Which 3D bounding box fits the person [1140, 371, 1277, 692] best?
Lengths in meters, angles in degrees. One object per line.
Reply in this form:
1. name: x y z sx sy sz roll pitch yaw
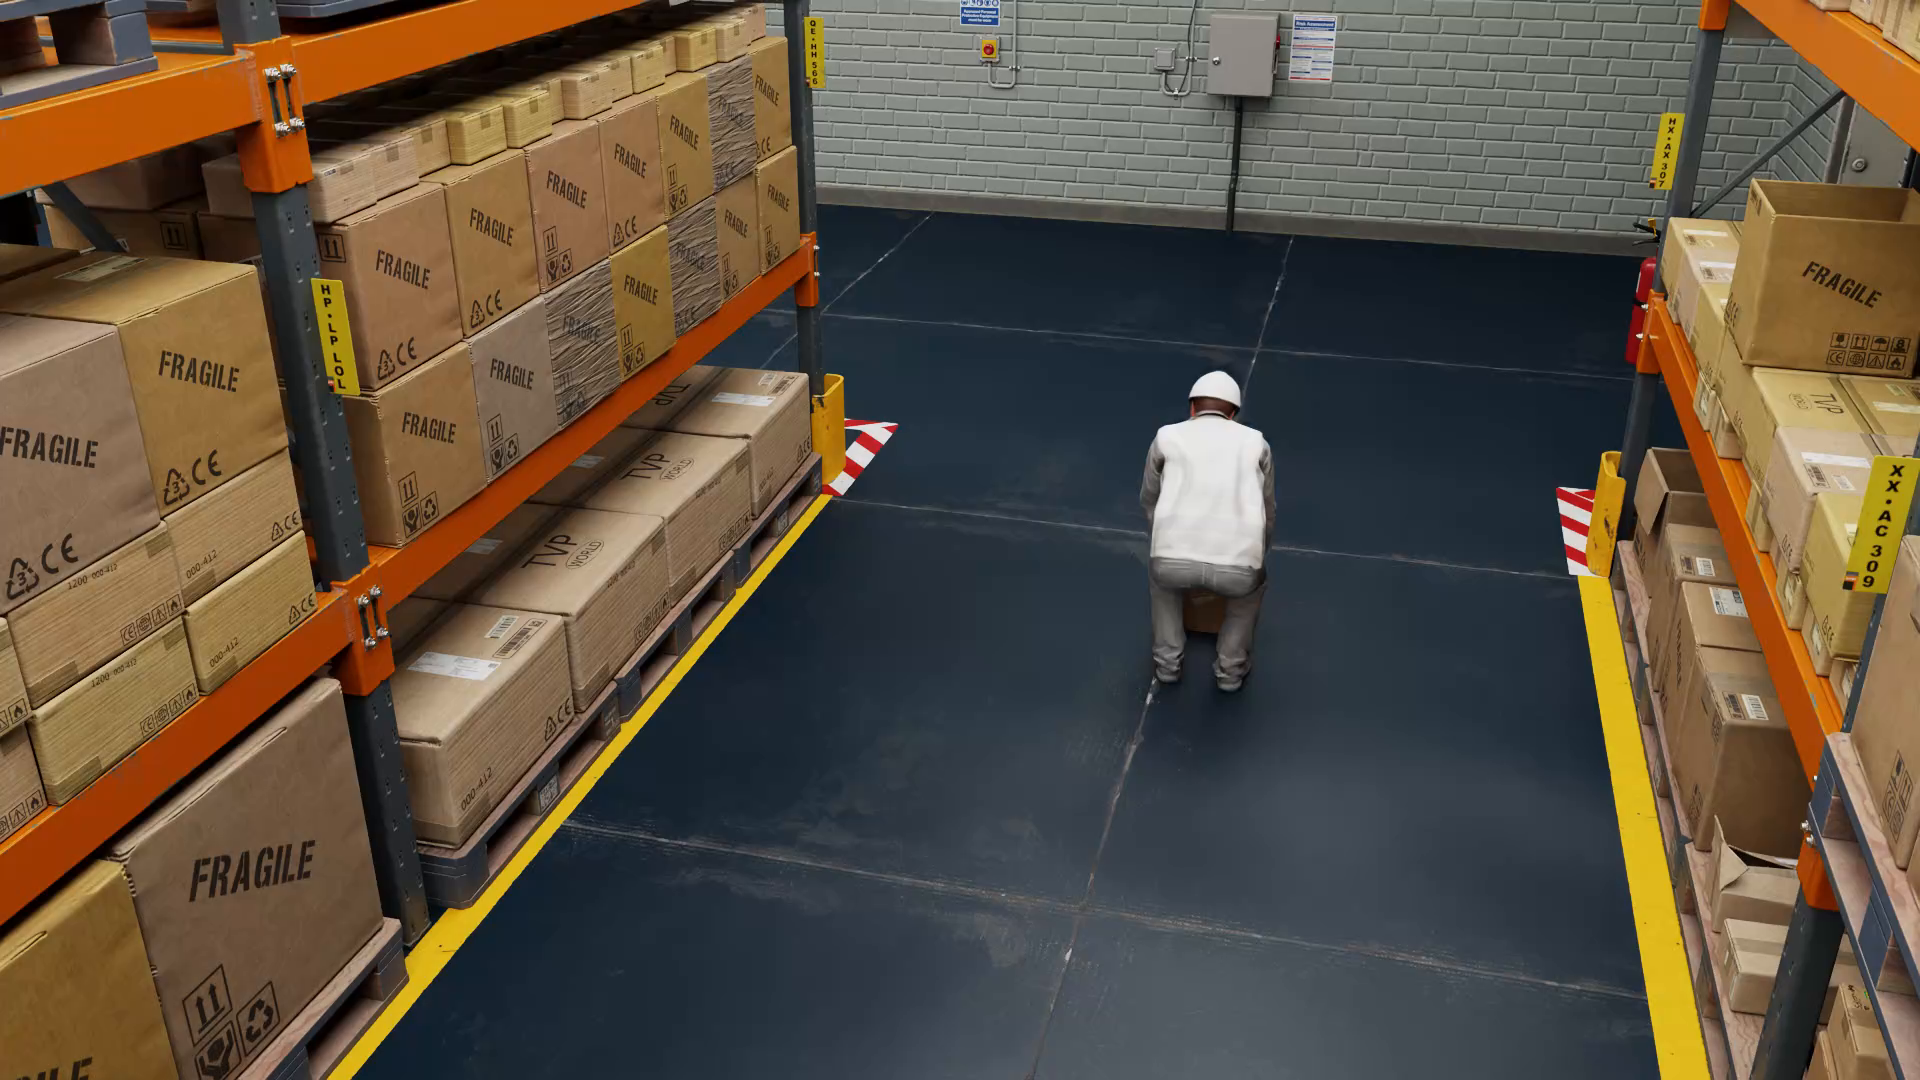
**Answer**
1. person: 0.997 -0.026 6.832 0.568 1.182 0.861 6 26 13
